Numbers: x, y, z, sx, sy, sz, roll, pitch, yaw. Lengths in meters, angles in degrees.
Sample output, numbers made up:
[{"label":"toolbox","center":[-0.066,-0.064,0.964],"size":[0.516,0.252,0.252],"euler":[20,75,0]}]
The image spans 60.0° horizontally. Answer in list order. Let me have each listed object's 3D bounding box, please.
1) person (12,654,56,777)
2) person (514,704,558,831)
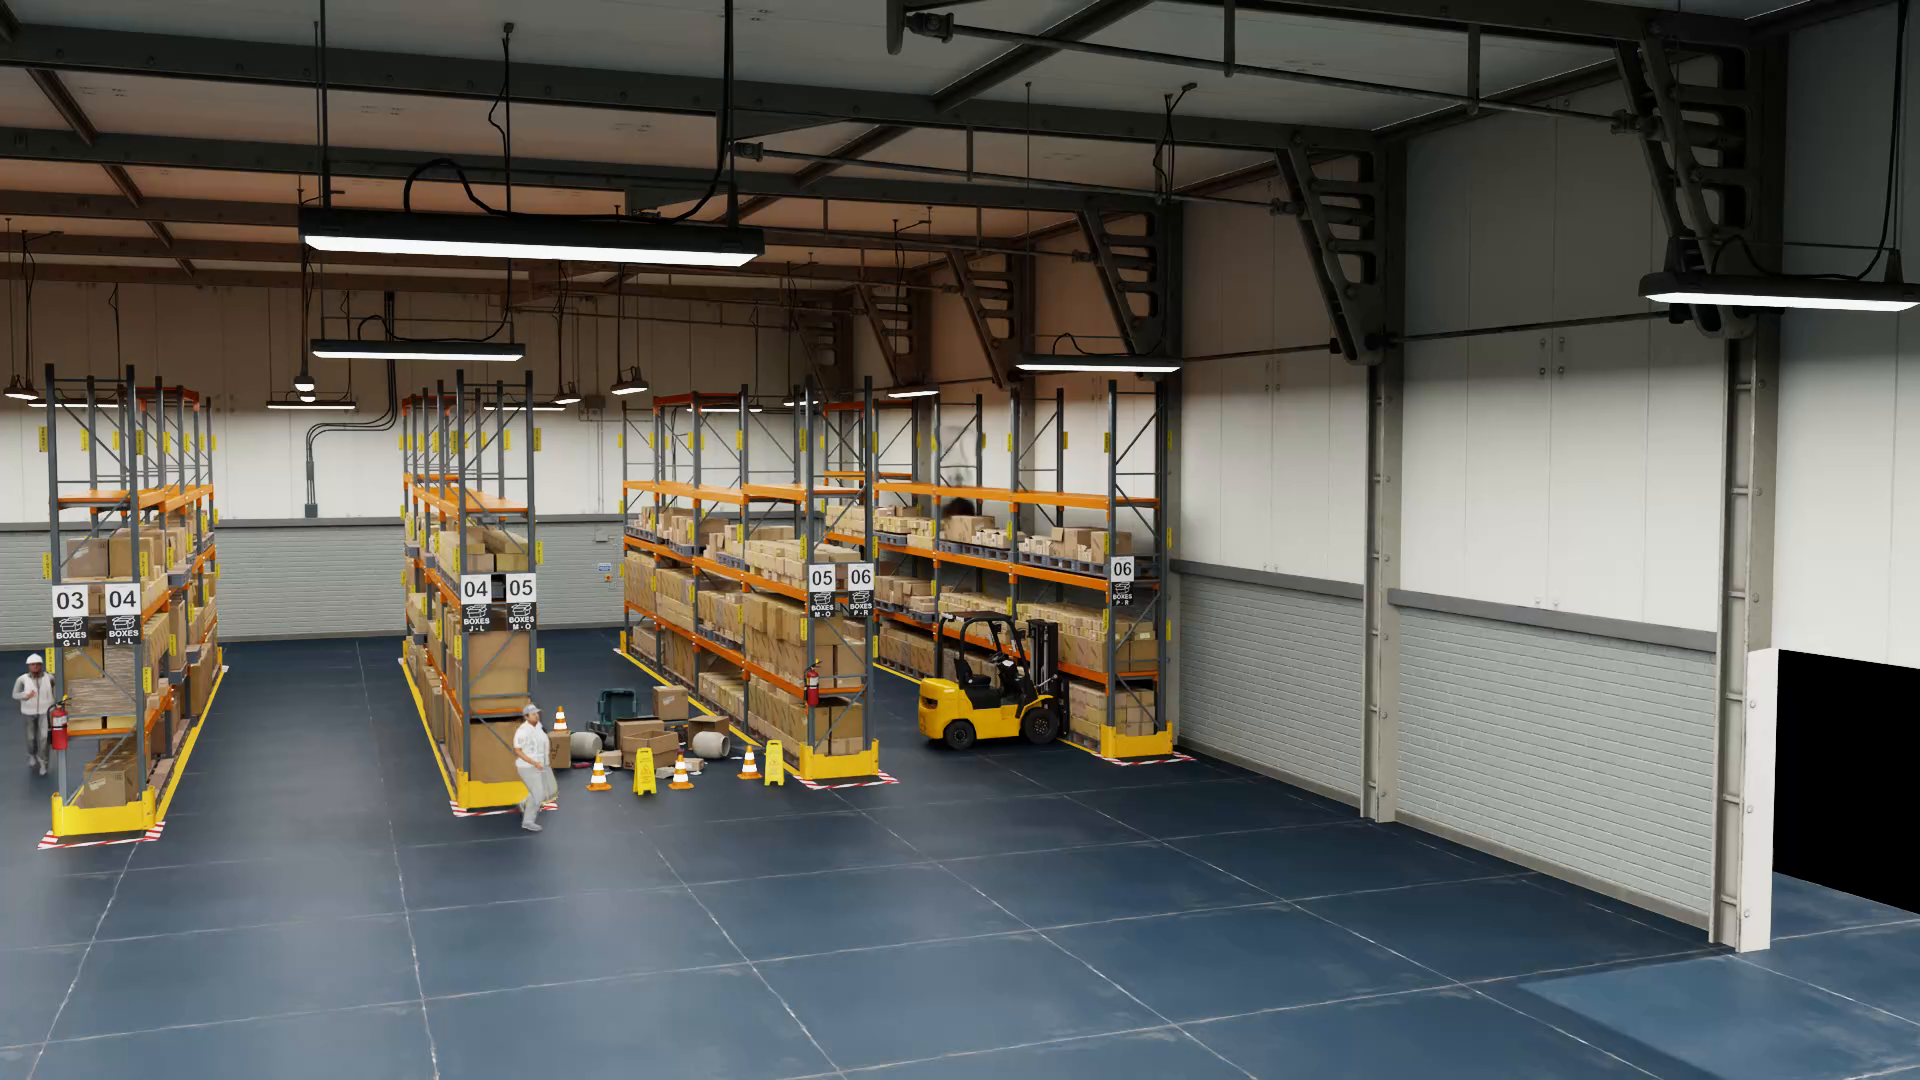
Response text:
[{"label":"person","center":[-13.985,2.623,25.184],"size":[0.635,1.804,0.907],"euler":[-2,4,-31]},{"label":"person","center":[-5.517,2.939,21.539],"size":[0.520,1.632,0.610],"euler":[1,4,19]}]
